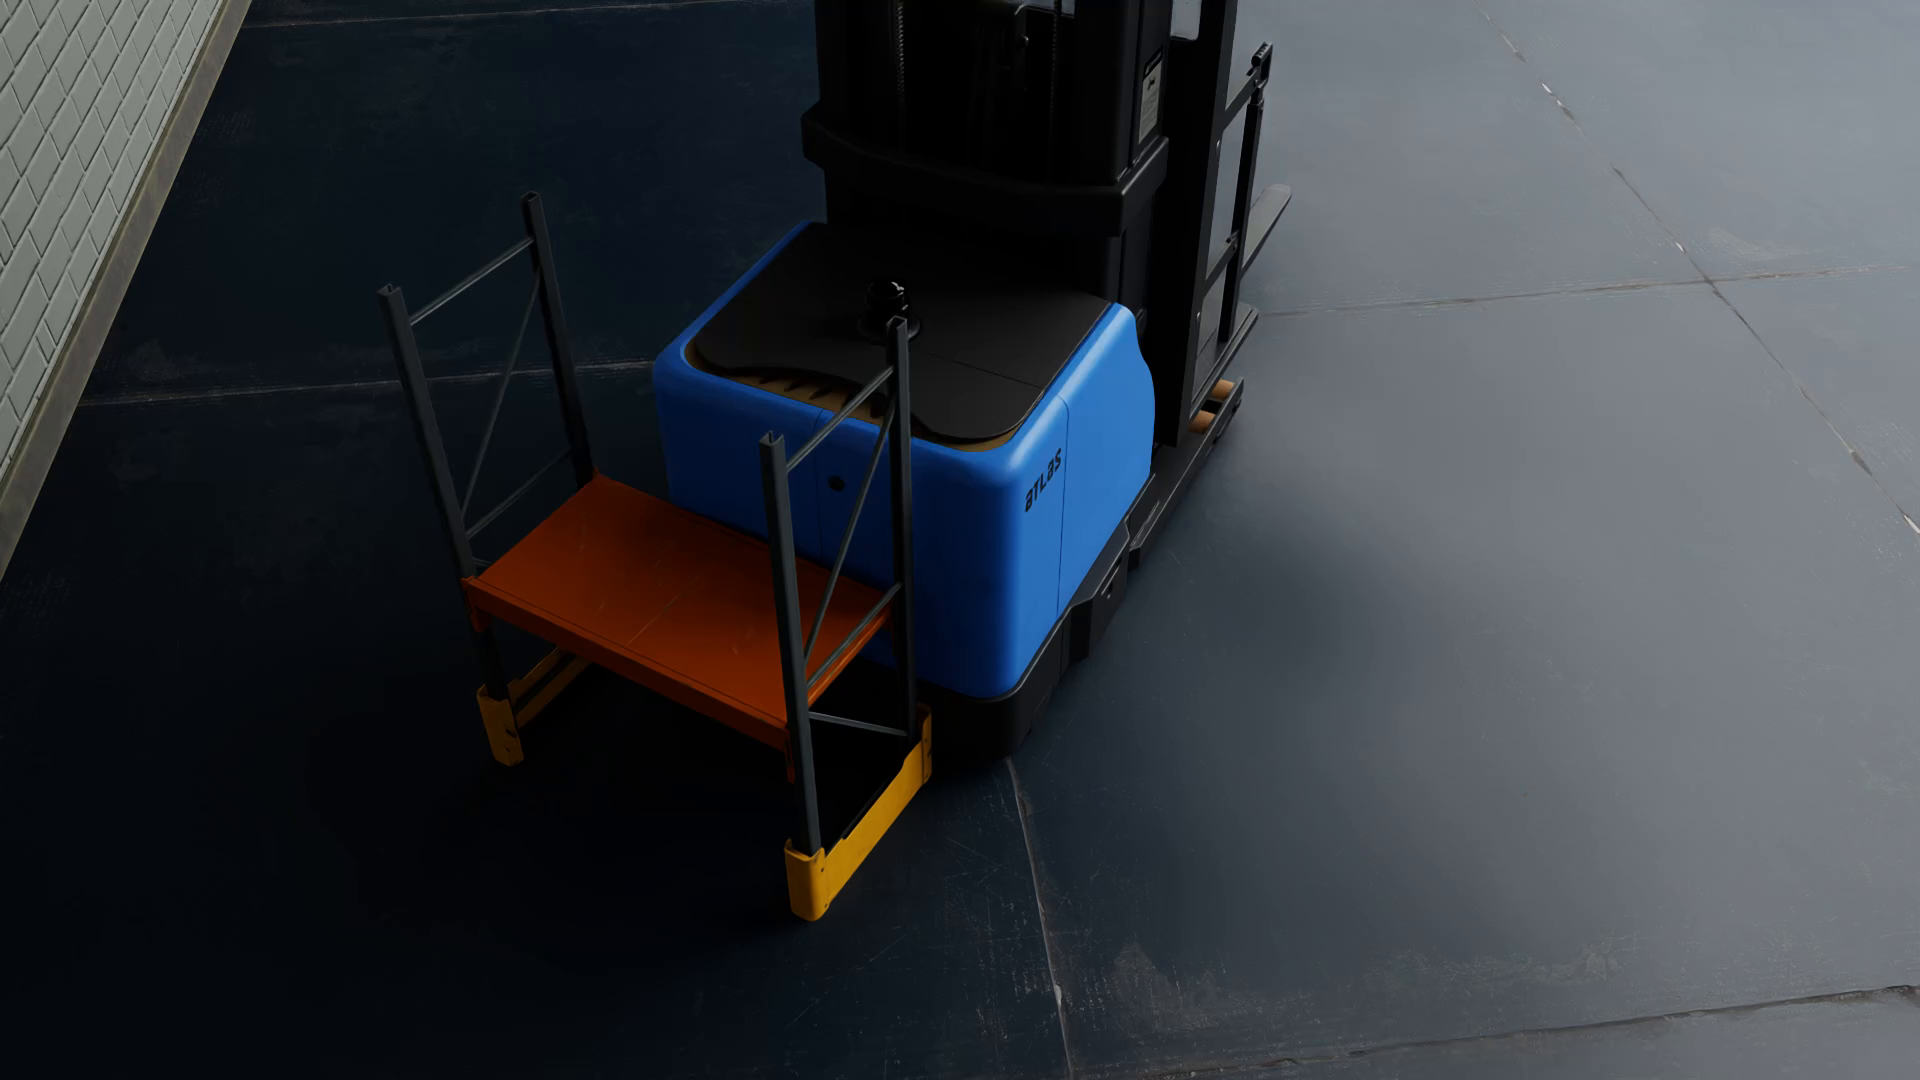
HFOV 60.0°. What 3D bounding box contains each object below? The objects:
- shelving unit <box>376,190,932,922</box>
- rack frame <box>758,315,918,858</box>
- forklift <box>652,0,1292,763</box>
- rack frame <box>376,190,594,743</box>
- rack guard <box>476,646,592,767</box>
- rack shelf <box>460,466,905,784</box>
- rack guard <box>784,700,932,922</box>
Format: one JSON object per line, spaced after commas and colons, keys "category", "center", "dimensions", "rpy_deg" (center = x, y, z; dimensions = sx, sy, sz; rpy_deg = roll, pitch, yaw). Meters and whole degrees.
{"category": "shelving unit", "center": [-0.681, 0.057, 4.067], "dimensions": [1.083, 1.500, 0.587], "rpy_deg": [22, 46, 22]}
{"category": "rack frame", "center": [-0.251, 0.227, 3.879], "dimensions": [0.032, 1.500, 0.500], "rpy_deg": [22, 46, 22]}
{"category": "forklift", "center": [0.312, -1.476, 4.698], "dimensions": [1.130, 2.935, 3.031], "rpy_deg": [18, 45, 19]}
{"category": "rack frame", "center": [-1.127, -0.120, 4.263], "dimensions": [0.032, 1.500, 0.500], "rpy_deg": [22, 46, 22]}
{"category": "rack guard", "center": [-1.110, 0.351, 4.674], "dimensions": [0.087, 0.250, 0.587], "rpy_deg": [22, 46, 22]}
{"category": "rack shelf", "center": [-0.689, 0.187, 4.191], "dimensions": [1.000, 0.185, 0.538], "rpy_deg": [22, 46, 22]}
{"category": "rack guard", "center": [-0.252, 0.690, 4.298], "dimensions": [0.087, 0.250, 0.587], "rpy_deg": [22, 46, 22]}
